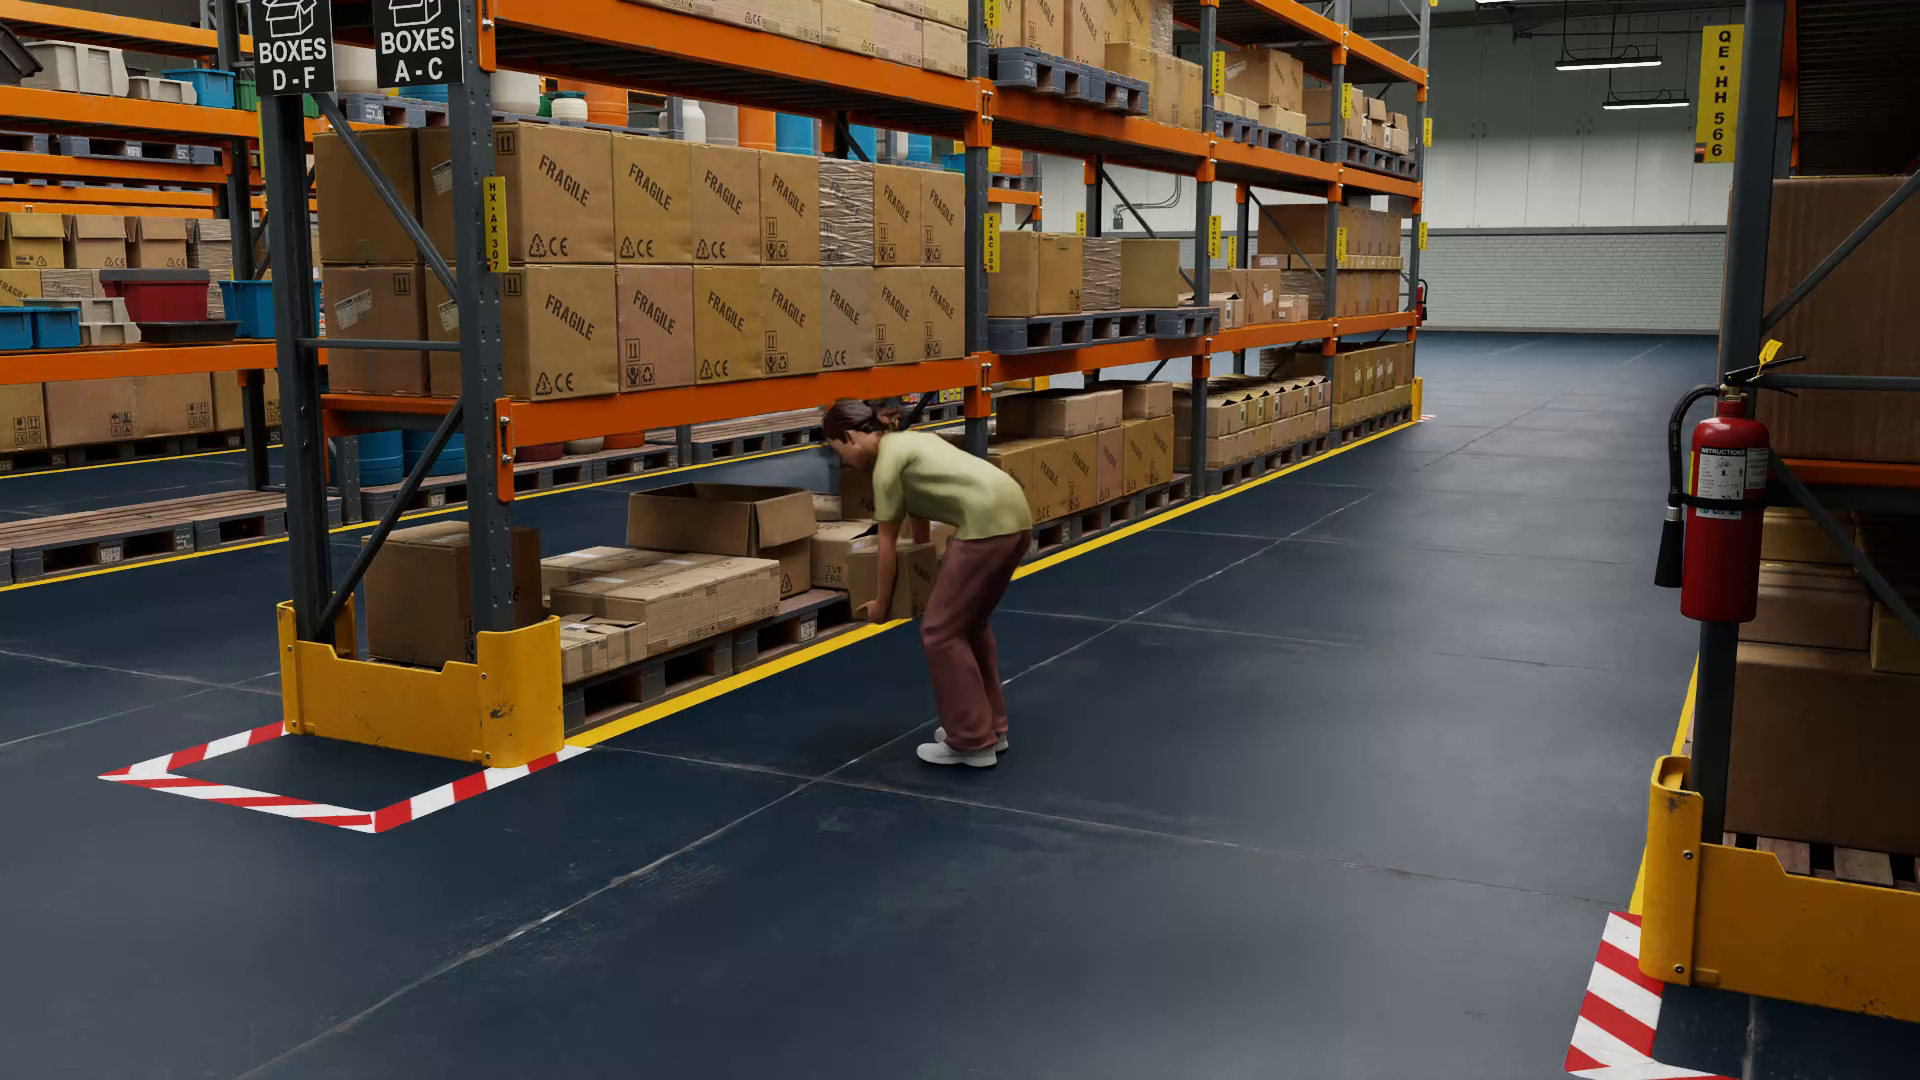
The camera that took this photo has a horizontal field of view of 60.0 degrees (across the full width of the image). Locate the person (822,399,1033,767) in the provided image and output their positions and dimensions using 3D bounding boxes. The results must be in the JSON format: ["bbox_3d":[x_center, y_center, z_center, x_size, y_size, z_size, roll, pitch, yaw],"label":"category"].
[{"bbox_3d":[-0.136,0.143,6.148,0.813,1.311,0.403,4,10,25],"label":"person"}]
